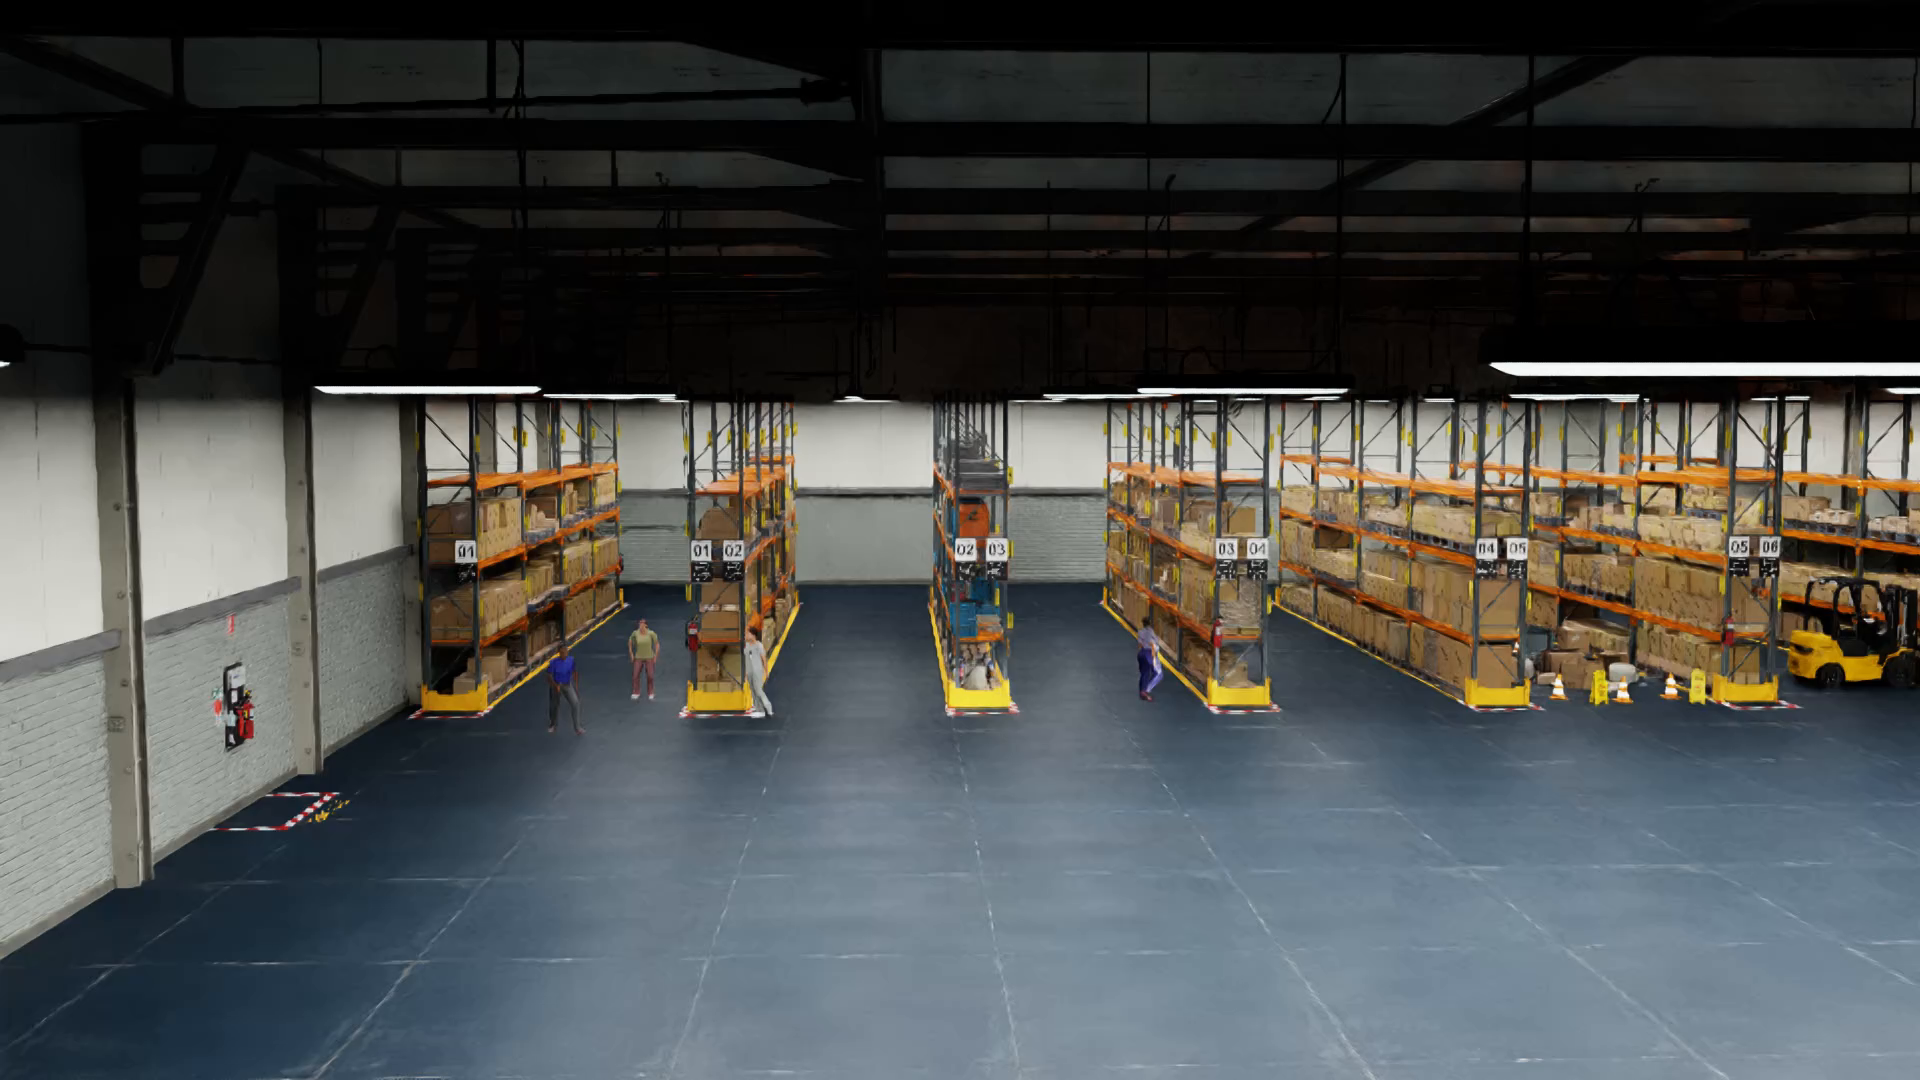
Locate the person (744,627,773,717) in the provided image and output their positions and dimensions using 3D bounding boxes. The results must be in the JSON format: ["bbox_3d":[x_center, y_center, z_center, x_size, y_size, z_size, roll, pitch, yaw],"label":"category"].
[{"bbox_3d":[-3.686,2.411,30.437,0.592,1.656,0.443,4,6,41],"label":"person"}]

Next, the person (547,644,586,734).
[{"bbox_3d":[-6.868,2.570,28.852,0.624,1.599,0.776,-2,5,-22],"label":"person"}]

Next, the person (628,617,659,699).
[{"bbox_3d":[-6.138,2.290,32.288,0.598,1.619,0.507,0,5,-4],"label":"person"}]

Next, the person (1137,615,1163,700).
[{"bbox_3d":[3.626,2.283,32.136,0.437,1.645,0.539,-3,6,-33],"label":"person"}]
